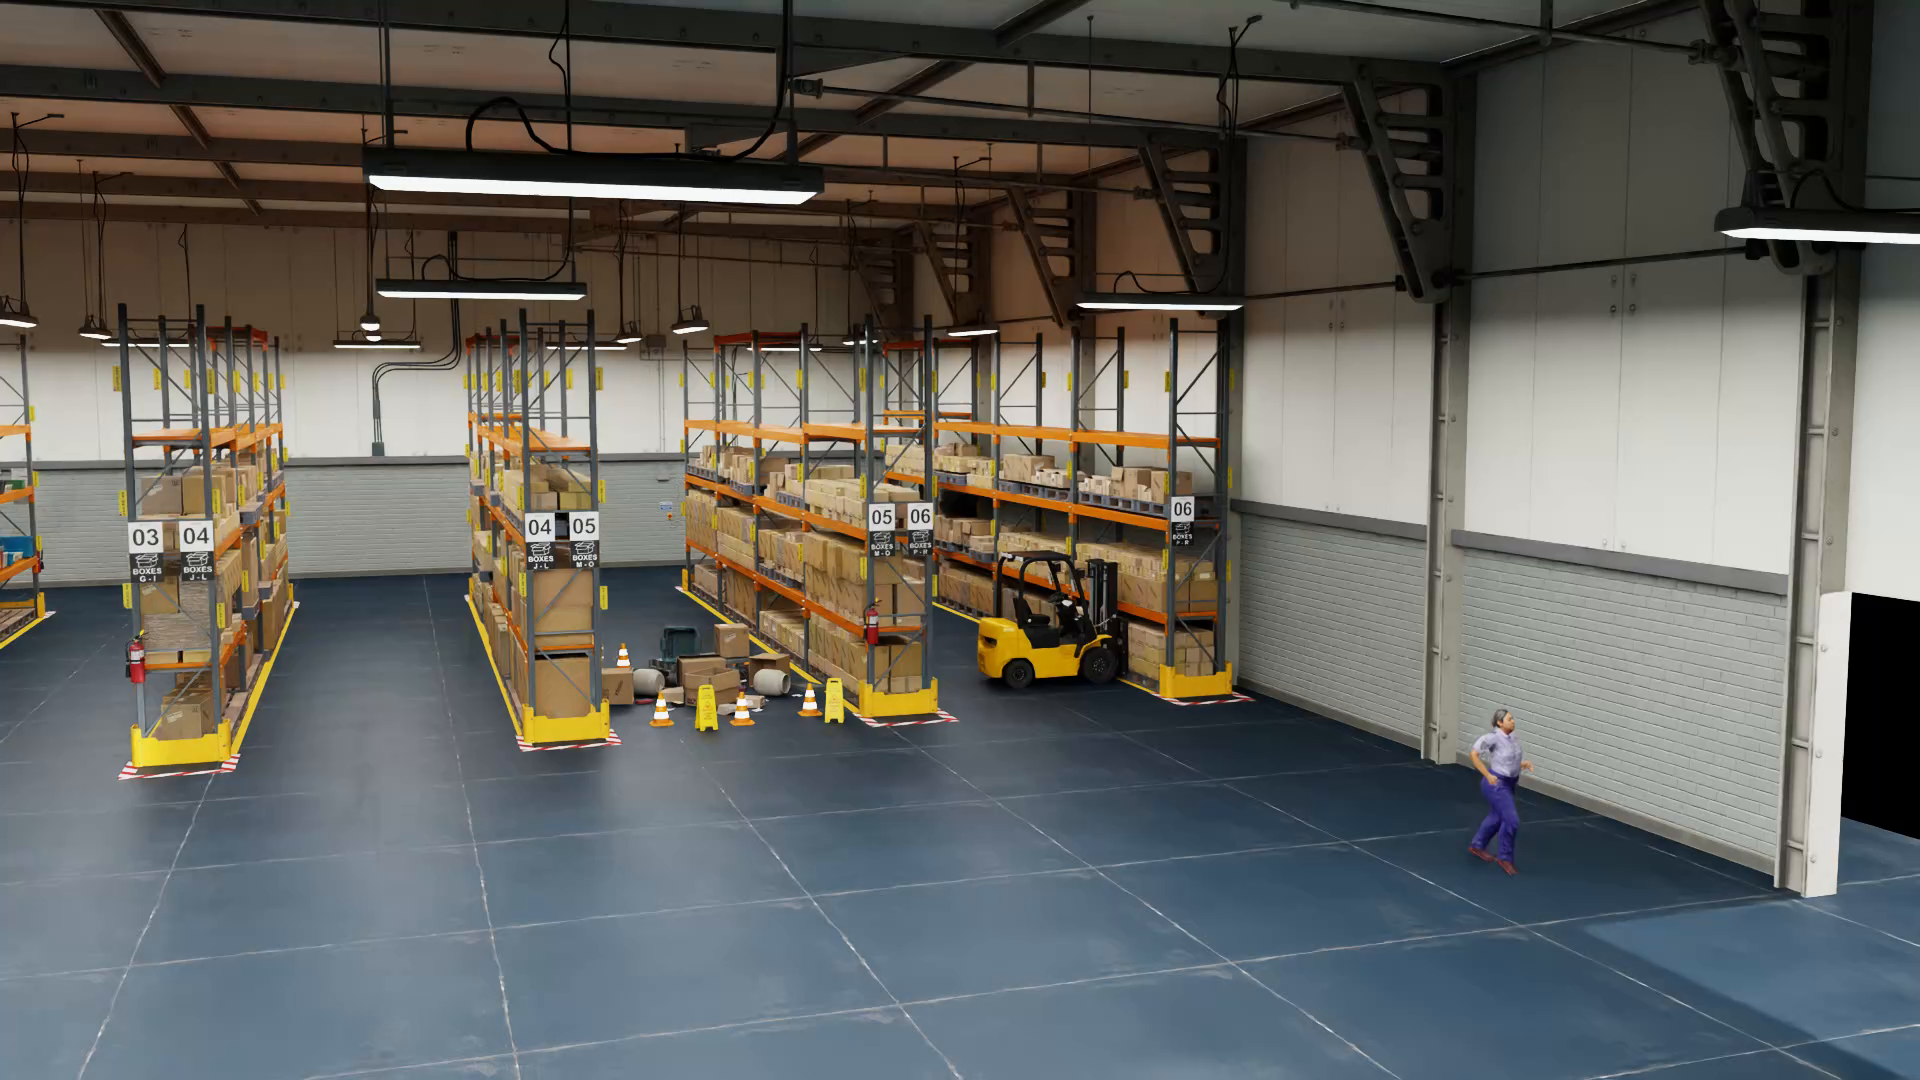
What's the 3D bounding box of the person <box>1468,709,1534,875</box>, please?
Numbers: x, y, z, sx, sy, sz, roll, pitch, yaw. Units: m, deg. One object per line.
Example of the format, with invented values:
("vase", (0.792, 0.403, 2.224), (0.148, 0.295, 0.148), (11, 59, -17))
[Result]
("person", (5.553, 2.583, 17.120), (0.680, 1.716, 0.590), (5, 7, 41))
